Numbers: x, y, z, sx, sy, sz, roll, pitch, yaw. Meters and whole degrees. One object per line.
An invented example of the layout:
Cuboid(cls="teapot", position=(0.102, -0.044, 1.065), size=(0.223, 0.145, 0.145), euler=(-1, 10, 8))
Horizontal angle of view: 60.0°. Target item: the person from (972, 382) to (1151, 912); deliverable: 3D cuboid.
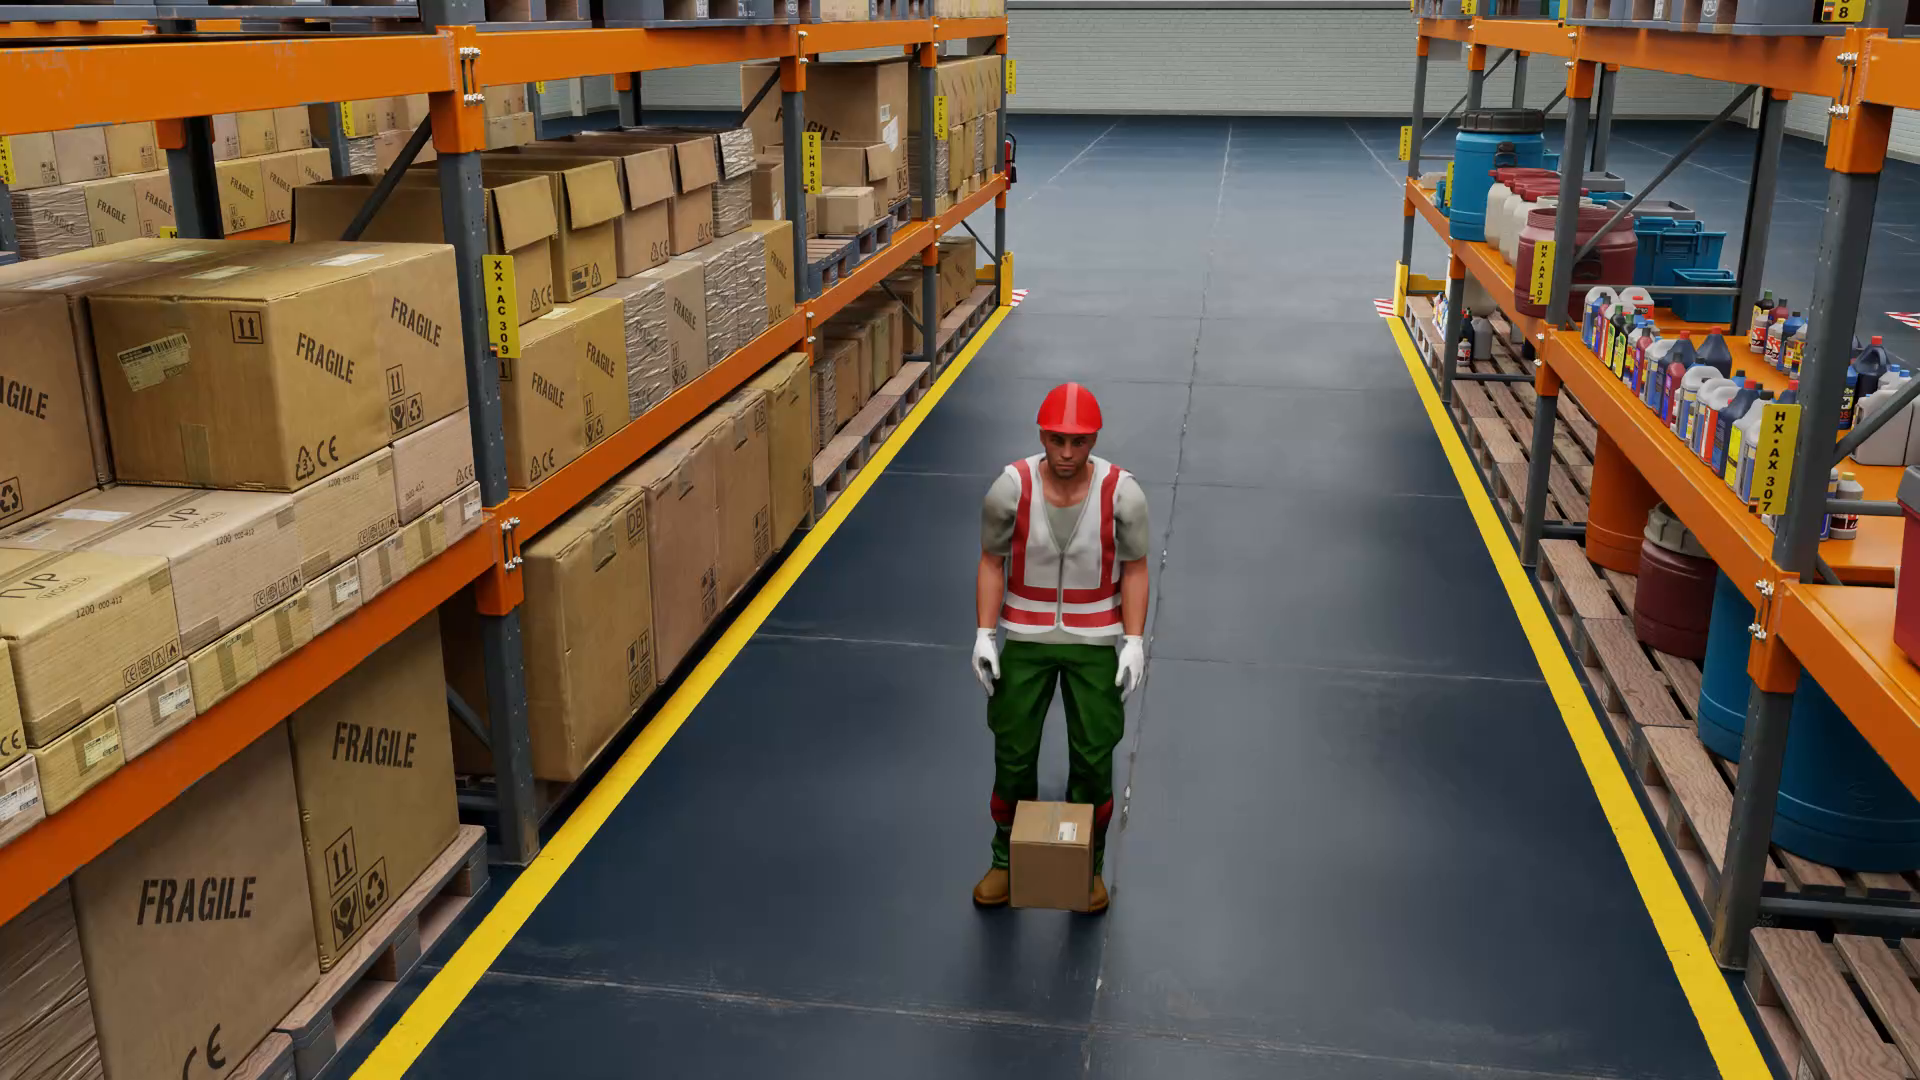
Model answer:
Cuboid(cls="person", position=(0.326, 0.350, 5.429), size=(0.568, 1.781, 0.435), euler=(2, 18, 7))
